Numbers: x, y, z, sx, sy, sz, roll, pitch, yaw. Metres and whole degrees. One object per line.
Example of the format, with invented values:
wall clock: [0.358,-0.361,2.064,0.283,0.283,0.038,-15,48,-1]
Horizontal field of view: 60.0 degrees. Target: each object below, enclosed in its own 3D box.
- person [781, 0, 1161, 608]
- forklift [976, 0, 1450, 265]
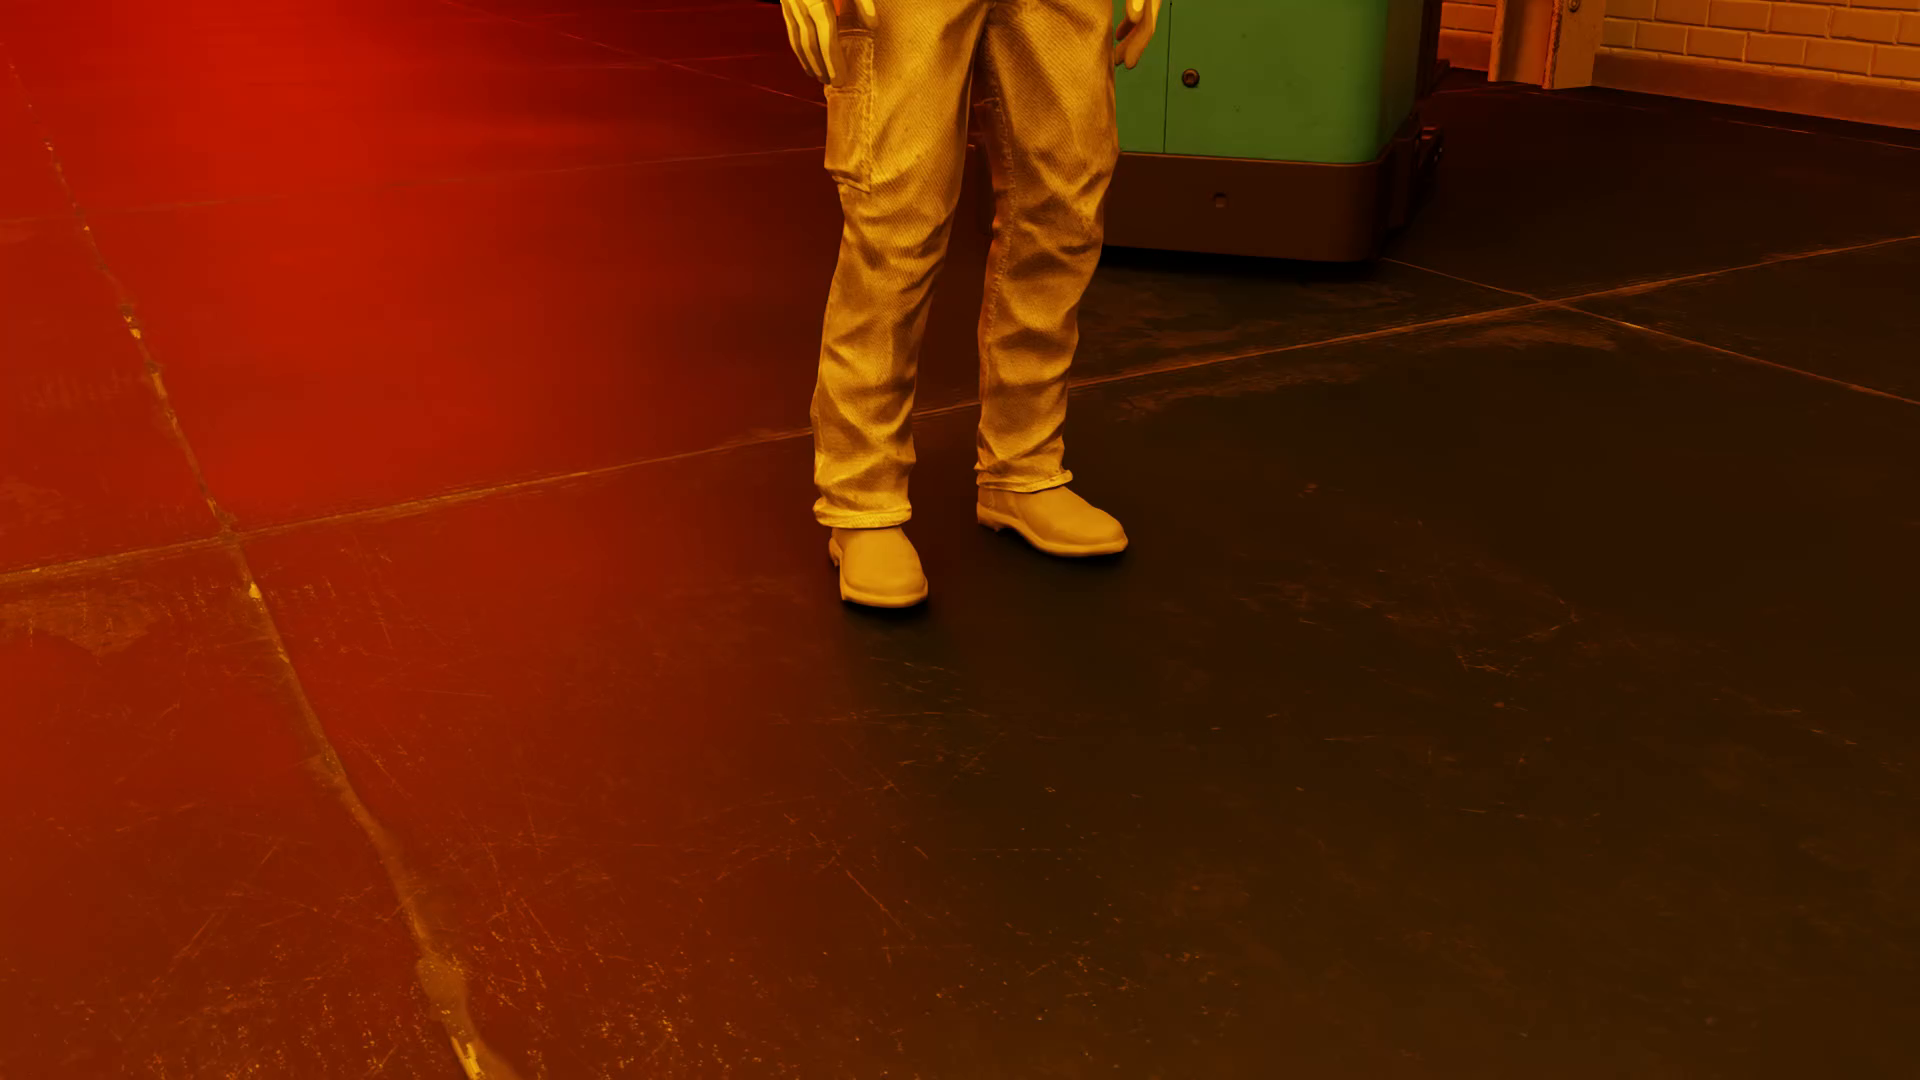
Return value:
person: [0.025,-0.807,2.271,0.617,1.773,0.449,-13,26,-29]
forklift: [1.014,-2.573,5.045,1.130,2.935,3.031,8,24,18]
